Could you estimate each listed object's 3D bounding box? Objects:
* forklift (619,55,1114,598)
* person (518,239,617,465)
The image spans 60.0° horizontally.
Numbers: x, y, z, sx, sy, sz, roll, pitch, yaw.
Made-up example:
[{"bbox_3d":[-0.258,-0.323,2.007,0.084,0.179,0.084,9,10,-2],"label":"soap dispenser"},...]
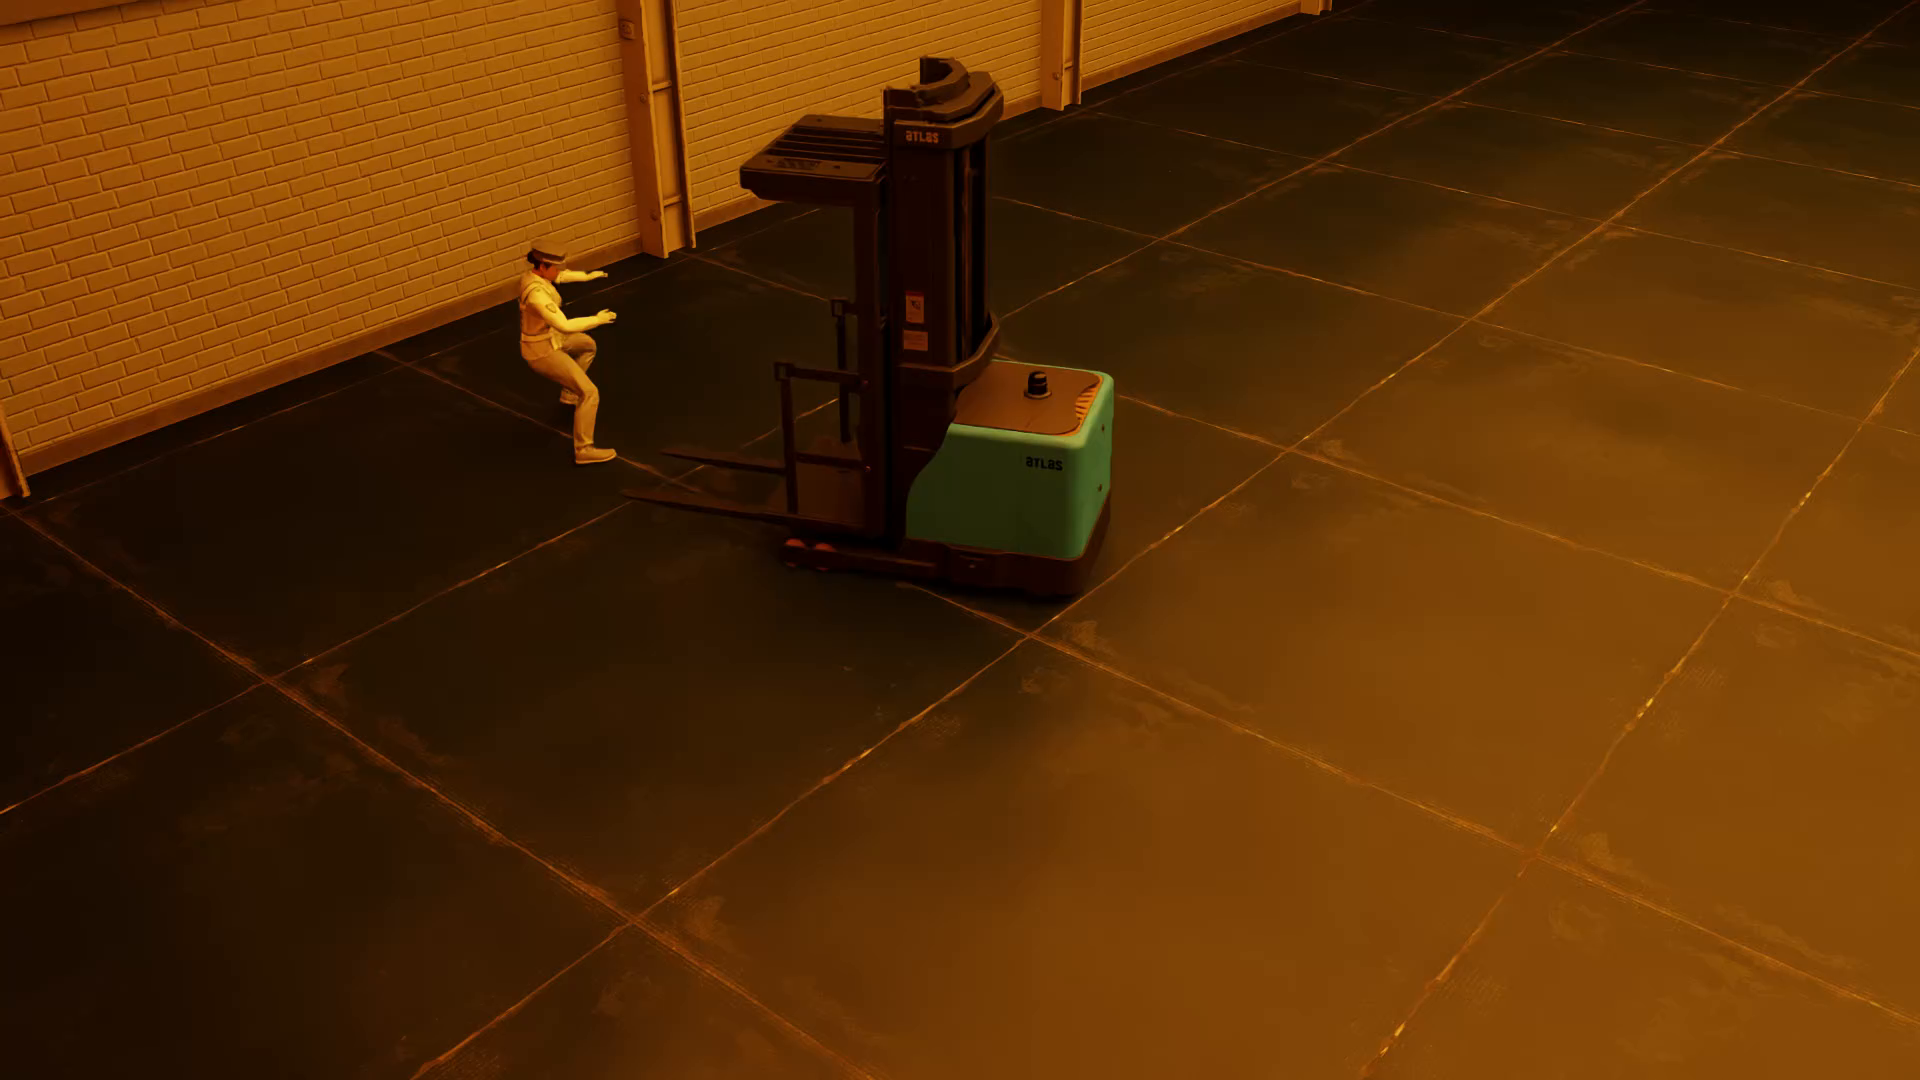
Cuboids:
[{"bbox_3d":[-0.623,-1.325,9.862,3.031,2.935,1.130,8,31,13],"label":"forklift"},{"bbox_3d":[-2.676,-1.384,11.437,0.678,1.443,1.045,-4,31,-7],"label":"person"}]
